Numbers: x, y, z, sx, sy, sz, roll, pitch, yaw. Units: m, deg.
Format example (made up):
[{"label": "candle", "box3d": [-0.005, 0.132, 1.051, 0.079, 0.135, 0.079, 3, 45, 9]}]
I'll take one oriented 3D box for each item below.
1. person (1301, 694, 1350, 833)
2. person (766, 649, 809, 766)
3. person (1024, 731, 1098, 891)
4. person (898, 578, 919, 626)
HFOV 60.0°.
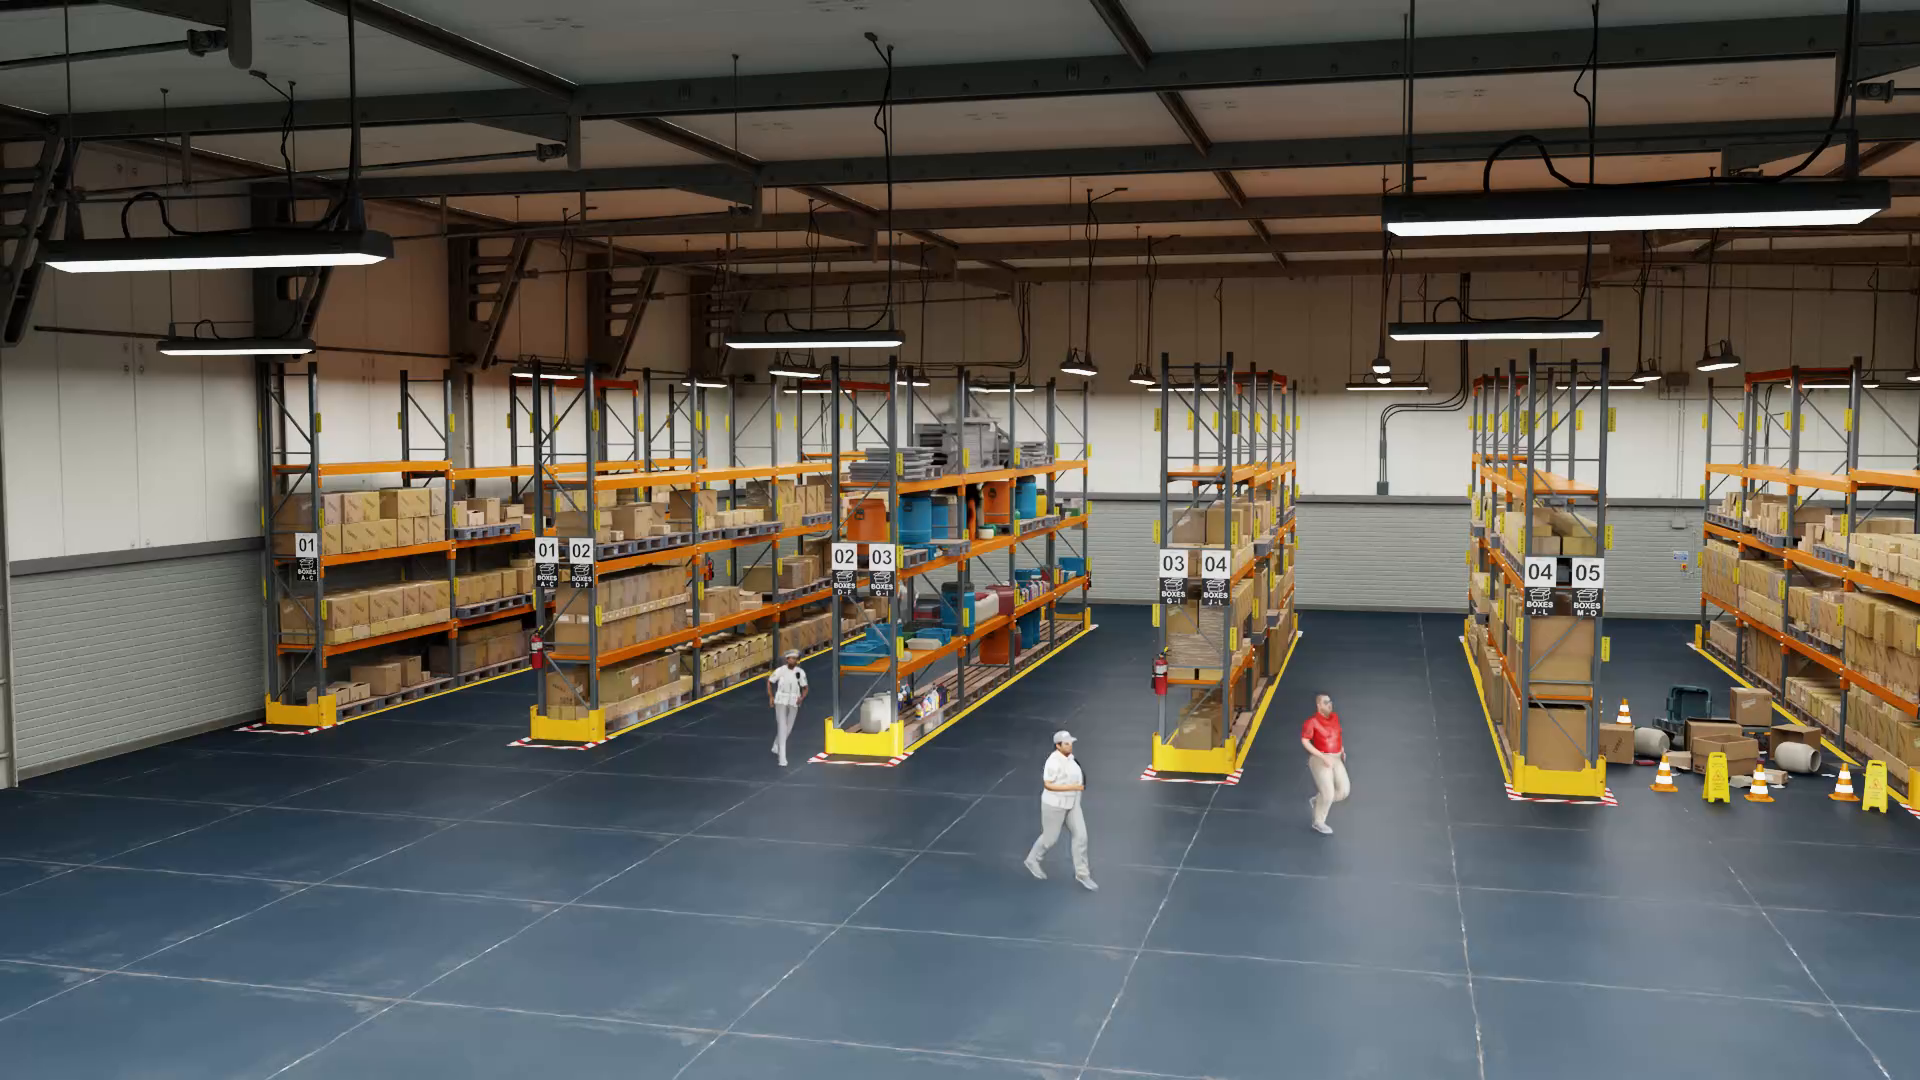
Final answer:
[{"label": "person", "box3d": [4.486, 2.732, 20.409, 0.667, 1.693, 0.545, -3, 5, -34]}, {"label": "person", "box3d": [-2.551, 2.449, 24.674, 0.605, 1.688, 0.753, -1, 4, -20]}, {"label": "person", "box3d": [1.071, 2.901, 17.962, 0.857, 1.709, 0.601, 4, 5, 41]}, {"label": "person", "box3d": [-1.201, 1.569, 37.205, 0.531, 1.621, 0.805, 0, 4, 5]}]
